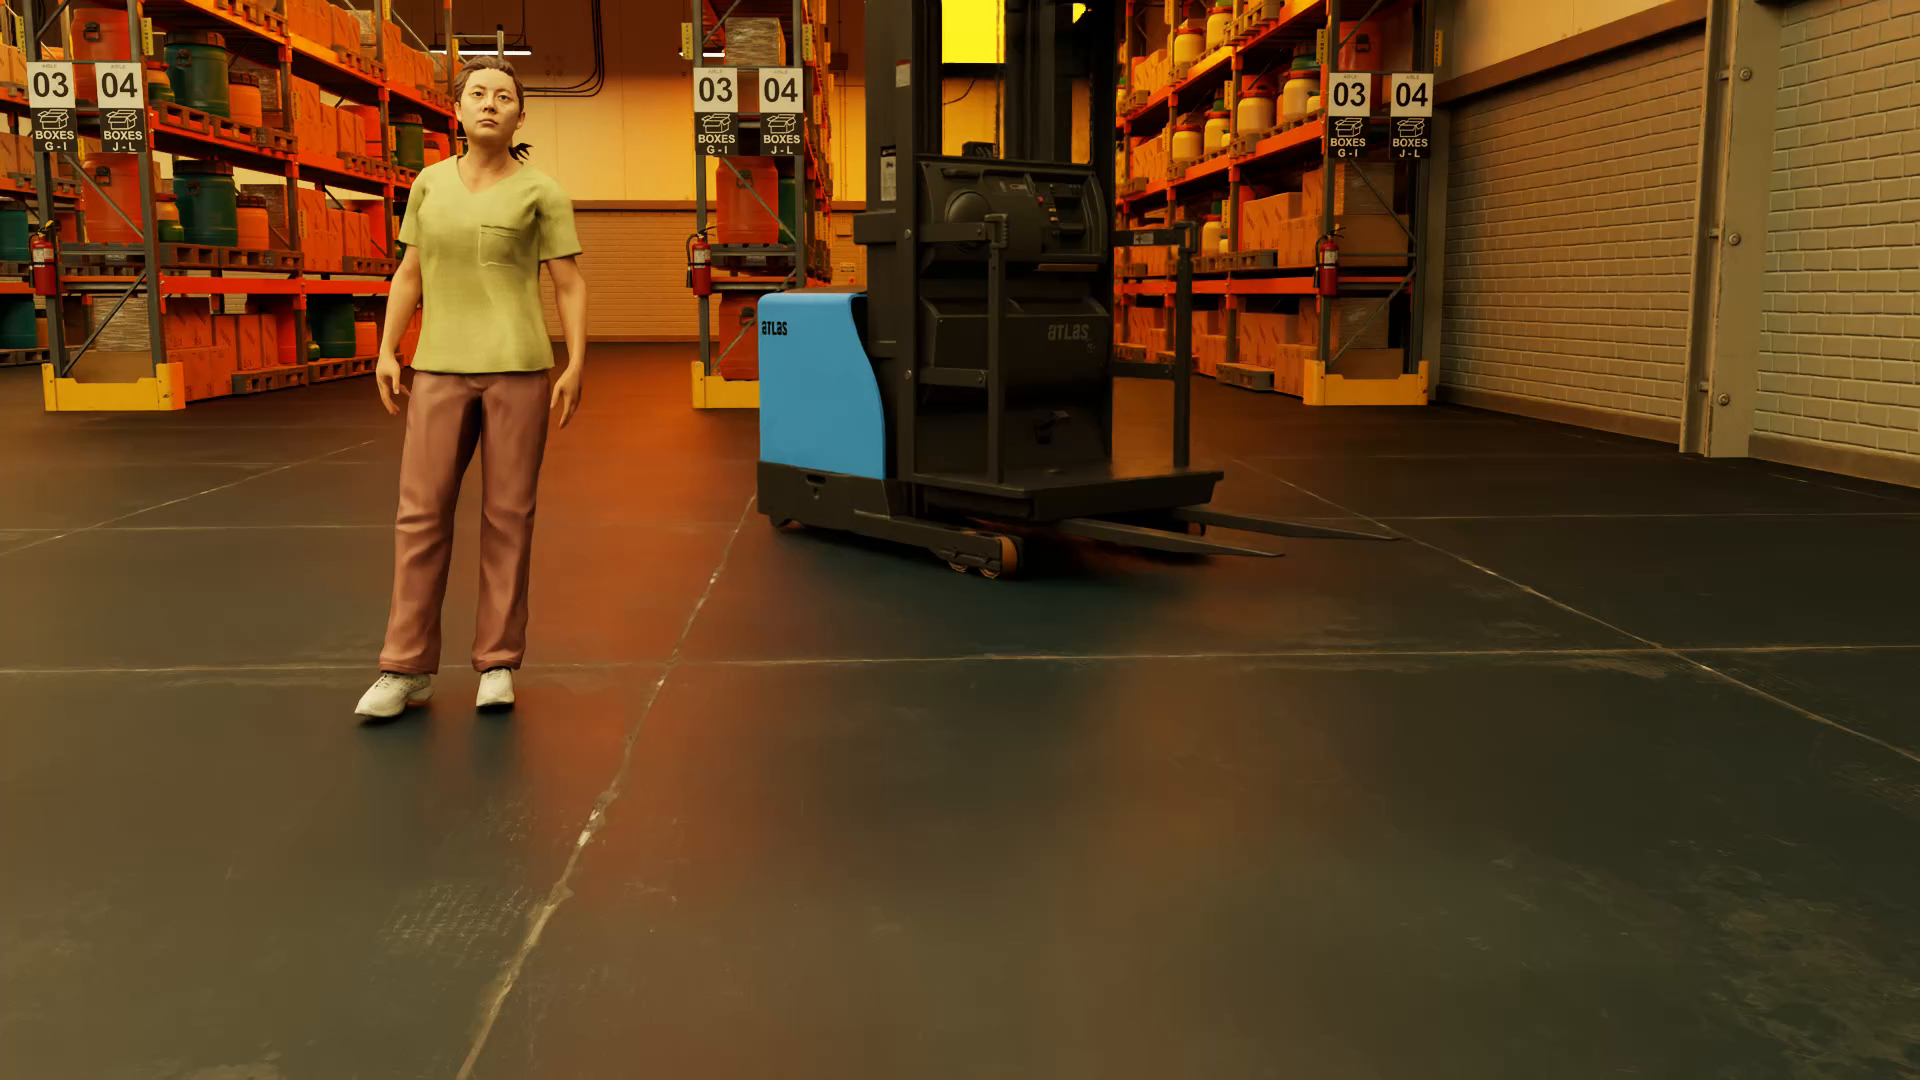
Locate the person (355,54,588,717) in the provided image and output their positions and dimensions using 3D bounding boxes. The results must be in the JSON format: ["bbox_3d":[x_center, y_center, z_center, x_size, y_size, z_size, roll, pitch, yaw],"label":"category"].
[{"bbox_3d":[-1.257,-0.408,4.303,0.552,1.675,0.549,0,8,-2],"label":"person"}]

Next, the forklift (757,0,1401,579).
[{"bbox_3d":[0.364,-1.384,6.649,1.130,2.935,3.031,-7,11,-37],"label":"forklift"}]
